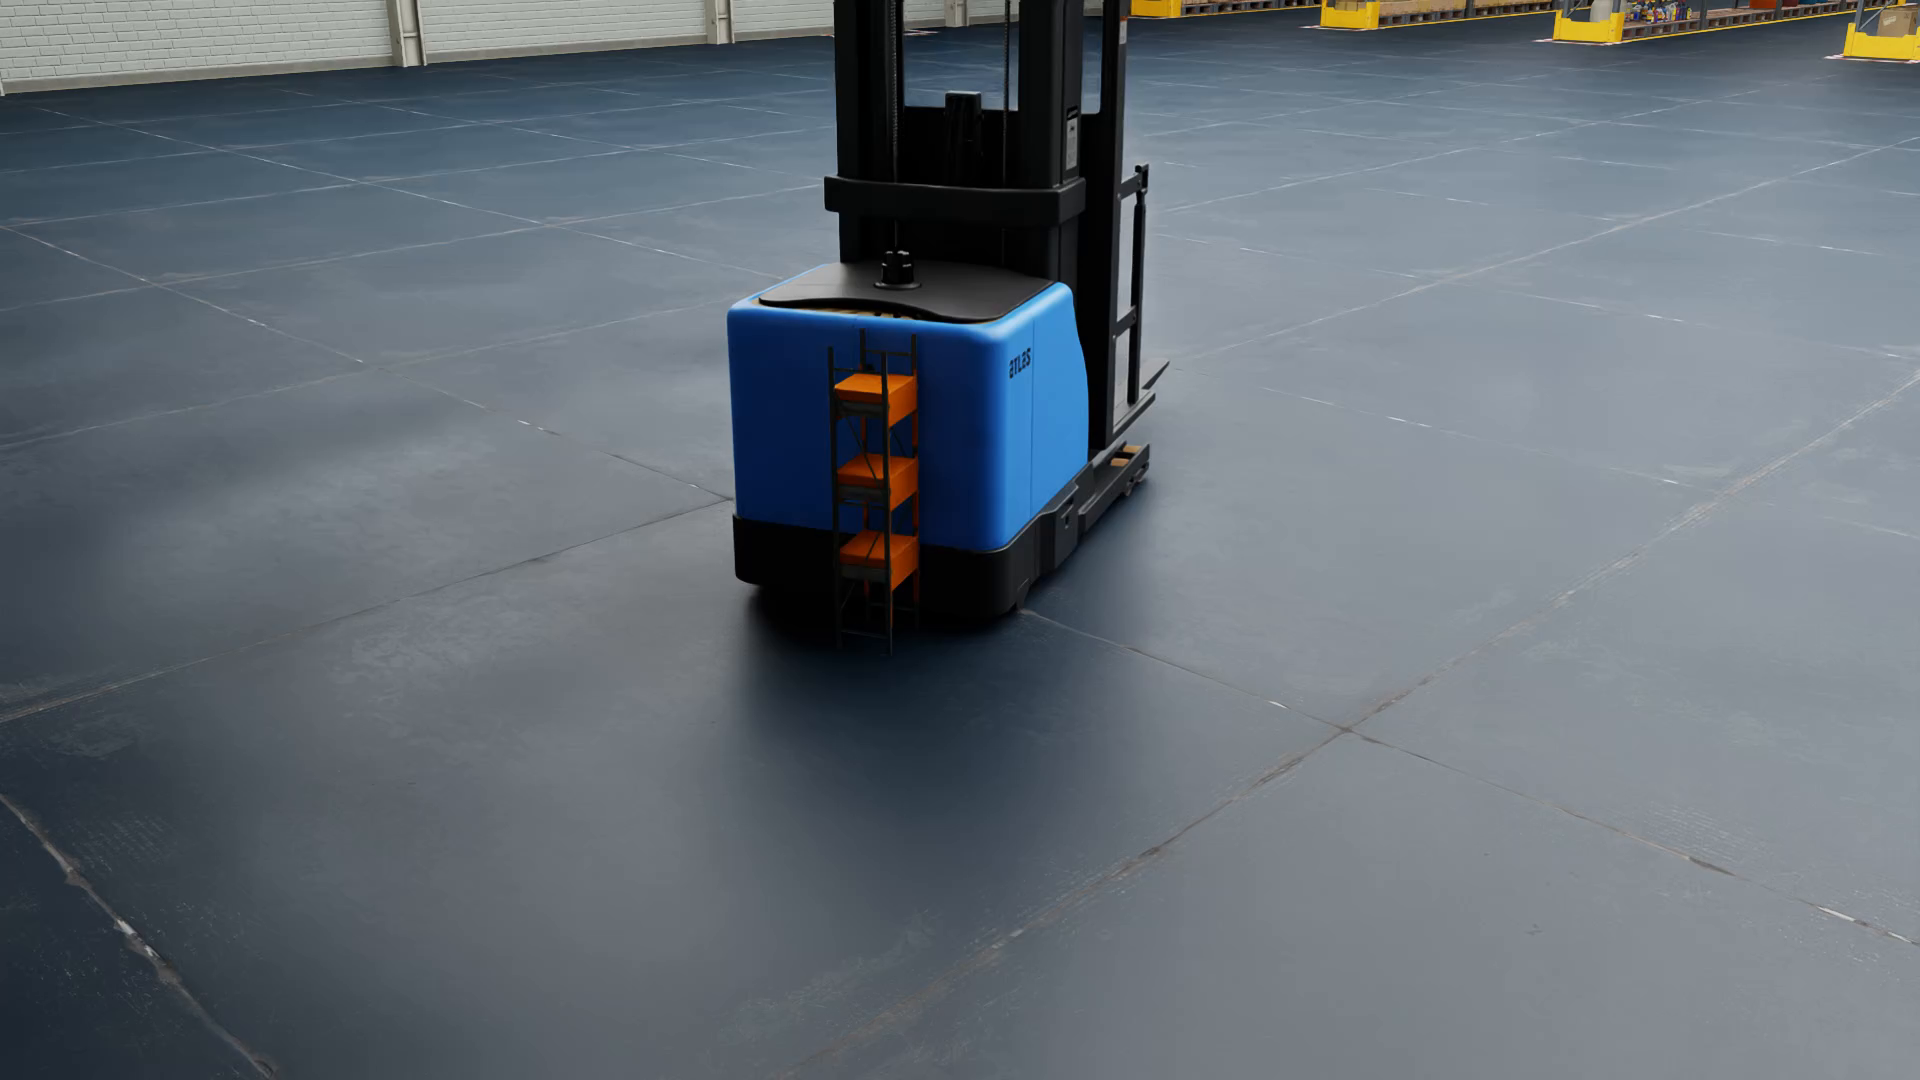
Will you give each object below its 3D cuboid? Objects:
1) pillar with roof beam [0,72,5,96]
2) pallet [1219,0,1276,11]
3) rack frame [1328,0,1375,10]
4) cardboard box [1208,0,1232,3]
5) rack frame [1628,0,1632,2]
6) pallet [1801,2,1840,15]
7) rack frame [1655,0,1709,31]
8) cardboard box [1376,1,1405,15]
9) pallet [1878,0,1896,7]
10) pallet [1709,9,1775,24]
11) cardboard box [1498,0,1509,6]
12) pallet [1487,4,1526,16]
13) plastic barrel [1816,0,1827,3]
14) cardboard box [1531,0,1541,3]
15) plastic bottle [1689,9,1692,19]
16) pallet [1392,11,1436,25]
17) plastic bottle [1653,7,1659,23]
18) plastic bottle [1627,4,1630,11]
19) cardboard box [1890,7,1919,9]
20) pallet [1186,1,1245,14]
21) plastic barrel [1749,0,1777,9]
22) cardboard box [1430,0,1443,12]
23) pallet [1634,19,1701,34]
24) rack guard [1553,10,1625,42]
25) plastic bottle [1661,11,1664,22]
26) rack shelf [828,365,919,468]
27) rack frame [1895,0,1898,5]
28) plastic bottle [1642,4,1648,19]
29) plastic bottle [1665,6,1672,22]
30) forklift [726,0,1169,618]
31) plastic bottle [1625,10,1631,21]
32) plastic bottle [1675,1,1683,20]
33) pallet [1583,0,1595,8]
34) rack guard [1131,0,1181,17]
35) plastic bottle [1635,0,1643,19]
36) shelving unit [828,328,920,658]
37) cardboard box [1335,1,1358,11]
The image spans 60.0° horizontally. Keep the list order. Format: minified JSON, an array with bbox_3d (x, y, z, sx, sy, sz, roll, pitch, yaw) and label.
[{"bbox_3d":[-9.539,-8.867,17.102,9.100,9.000,0.400,19,28,41],"label":"pillar with roof beam"},{"bbox_3d":[6.598,-12.462,38.704,1.003,0.211,1.213,19,28,41],"label":"pallet"},{"bbox_3d":[7.803,-11.678,32.778,1.000,3.000,0.127,19,28,41],"label":"rack frame"},{"bbox_3d":[5.743,-12.434,37.614,0.700,0.500,0.500,17,27,37],"label":"cardboard box"},{"bbox_3d":[16.174,-14.763,40.803,1.000,3.000,0.127,19,28,41],"label":"rack frame"},{"bbox_3d":[19.152,-12.033,37.587,1.003,0.211,1.213,19,28,41],"label":"pallet"},{"bbox_3d":[14.140,-11.466,32.225,1.000,3.000,0.127,19,28,41],"label":"rack frame"},{"bbox_3d":[8.683,-10.803,33.746,0.500,0.250,0.500,19,28,41],"label":"cardboard box"},{"bbox_3d":[21.908,-13.047,40.224,1.003,0.211,1.213,19,28,41],"label":"pallet"},{"bbox_3d":[16.362,-11.003,34.907,1.003,0.211,1.213,19,28,41],"label":"pallet"},{"bbox_3d":[11.769,-11.926,36.668,0.500,0.250,0.500,18,28,39],"label":"cardboard box"},{"bbox_3d":[11.930,-11.919,37.291,1.003,0.211,1.213,19,28,41],"label":"pallet"},{"bbox_3d":[19.329,-12.603,37.524,0.600,0.901,0.708,19,28,41],"label":"plastic barrel"},{"bbox_3d":[12.834,-12.318,37.688,0.500,0.250,0.500,19,28,40],"label":"cardboard box"},{"bbox_3d":[14.110,-10.194,32.202,0.097,0.201,0.097,0,21,0],"label":"plastic bottle"},{"bbox_3d":[9.157,-10.896,34.629,1.003,0.211,1.213,19,28,41],"label":"pallet"},{"bbox_3d":[13.008,-9.817,31.107,0.133,0.283,0.061,-20,28,-41],"label":"plastic bottle"},{"bbox_3d":[12.721,-10.126,31.817,0.185,0.351,0.144,-19,28,-40],"label":"plastic bottle"},{"bbox_3d":[15.738,-8.546,27.527,0.500,0.500,0.500,-12,24,-28],"label":"cardboard box"},{"bbox_3d":[5.747,-12.147,37.884,1.003,0.211,1.213,19,28,41],"label":"pallet"},{"bbox_3d":[17.259,-11.807,35.552,0.600,0.830,0.708,19,28,41],"label":"plastic barrel"},{"bbox_3d":[9.732,-11.187,34.746,0.500,0.250,0.500,19,28,41],"label":"cardboard box"},{"bbox_3d":[13.641,-10.002,32.303,1.003,0.211,1.213,19,28,41],"label":"pallet"},{"bbox_3d":[11.369,-9.302,30.080,1.175,0.500,0.348,19,28,41],"label":"rack guard"},{"bbox_3d":[13.215,-9.864,31.345,0.097,0.201,0.097,0,21,0],"label":"plastic bottle"},{"bbox_3d":[-0.278,-0.405,5.404,0.215,0.259,0.240,8,22,20],"label":"rack shelf"},{"bbox_3d":[22.511,-14.551,40.250,1.000,3.000,0.127,19,28,41],"label":"rack frame"},{"bbox_3d":[13.265,-10.227,32.190,0.097,0.271,0.097,0,21,0],"label":"plastic bottle"},{"bbox_3d":[13.422,-9.989,31.566,0.135,0.276,0.152,-20,28,-41],"label":"plastic bottle"},{"bbox_3d":[0.183,-1.598,6.646,1.130,2.935,3.031,8,22,20],"label":"forklift"},{"bbox_3d":[12.711,-9.986,31.661,0.097,0.201,0.097,0,21,0],"label":"plastic bottle"},{"bbox_3d":[13.763,-10.148,31.875,0.144,0.351,0.185,18,27,38],"label":"plastic bottle"},{"bbox_3d":[14.783,-12.928,39.915,1.003,0.211,1.213,19,28,41],"label":"pallet"},{"bbox_3d":[4.304,-11.770,36.500,1.175,0.500,0.348,19,28,41],"label":"rack guard"},{"bbox_3d":[13.148,-10.283,32.225,0.144,0.351,0.185,18,27,38],"label":"plastic bottle"},{"bbox_3d":[-0.278,-0.150,5.502,0.215,1.050,0.252,8,22,20],"label":"shelving unit"},{"bbox_3d":[7.965,-10.803,33.747,0.500,0.250,0.500,19,28,41],"label":"cardboard box"}]
